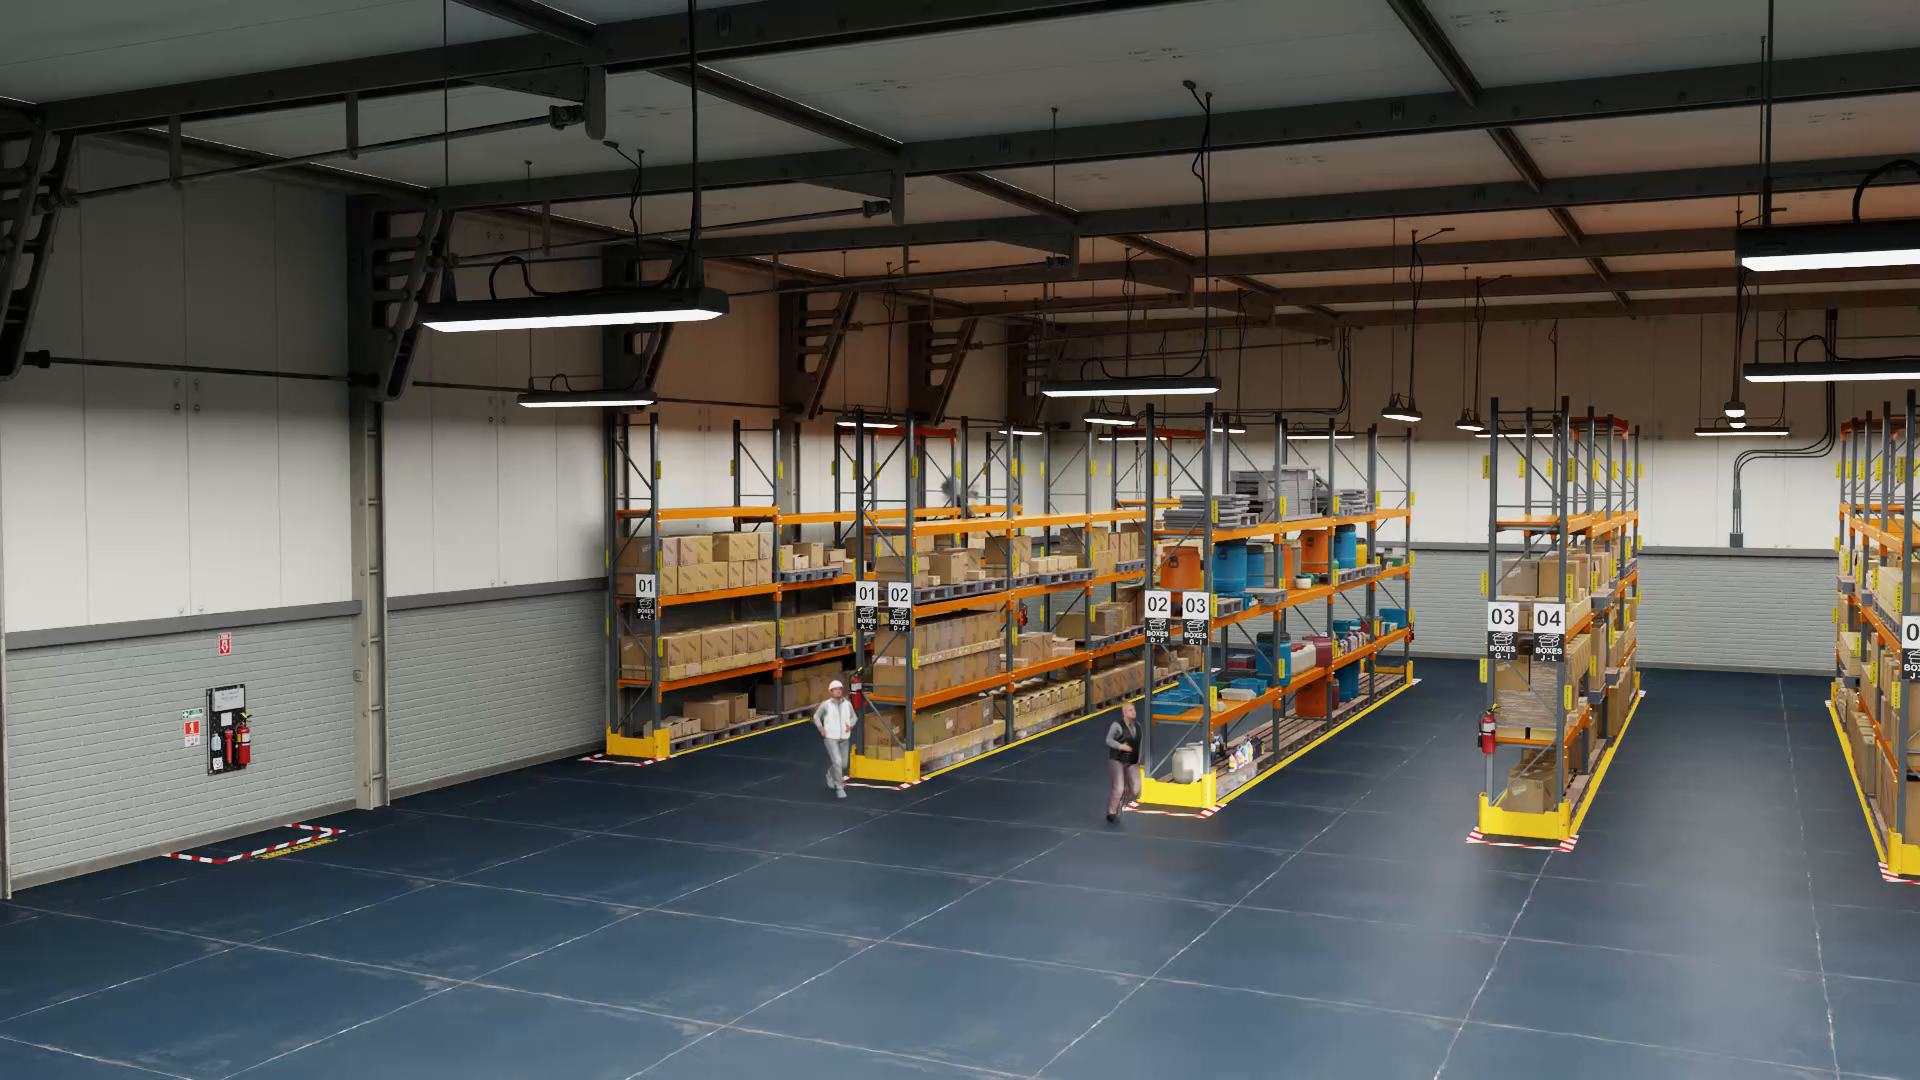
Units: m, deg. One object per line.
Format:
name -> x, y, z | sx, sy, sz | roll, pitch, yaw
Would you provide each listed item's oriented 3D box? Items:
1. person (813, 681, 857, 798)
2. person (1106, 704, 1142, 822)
person -> -1.895, 3.063, 25.708 | 0.674, 1.776, 0.785 | -1, 3, -30
person -> 2.399, 3.165, 23.620 | 0.673, 1.671, 0.601 | -1, 3, -25
